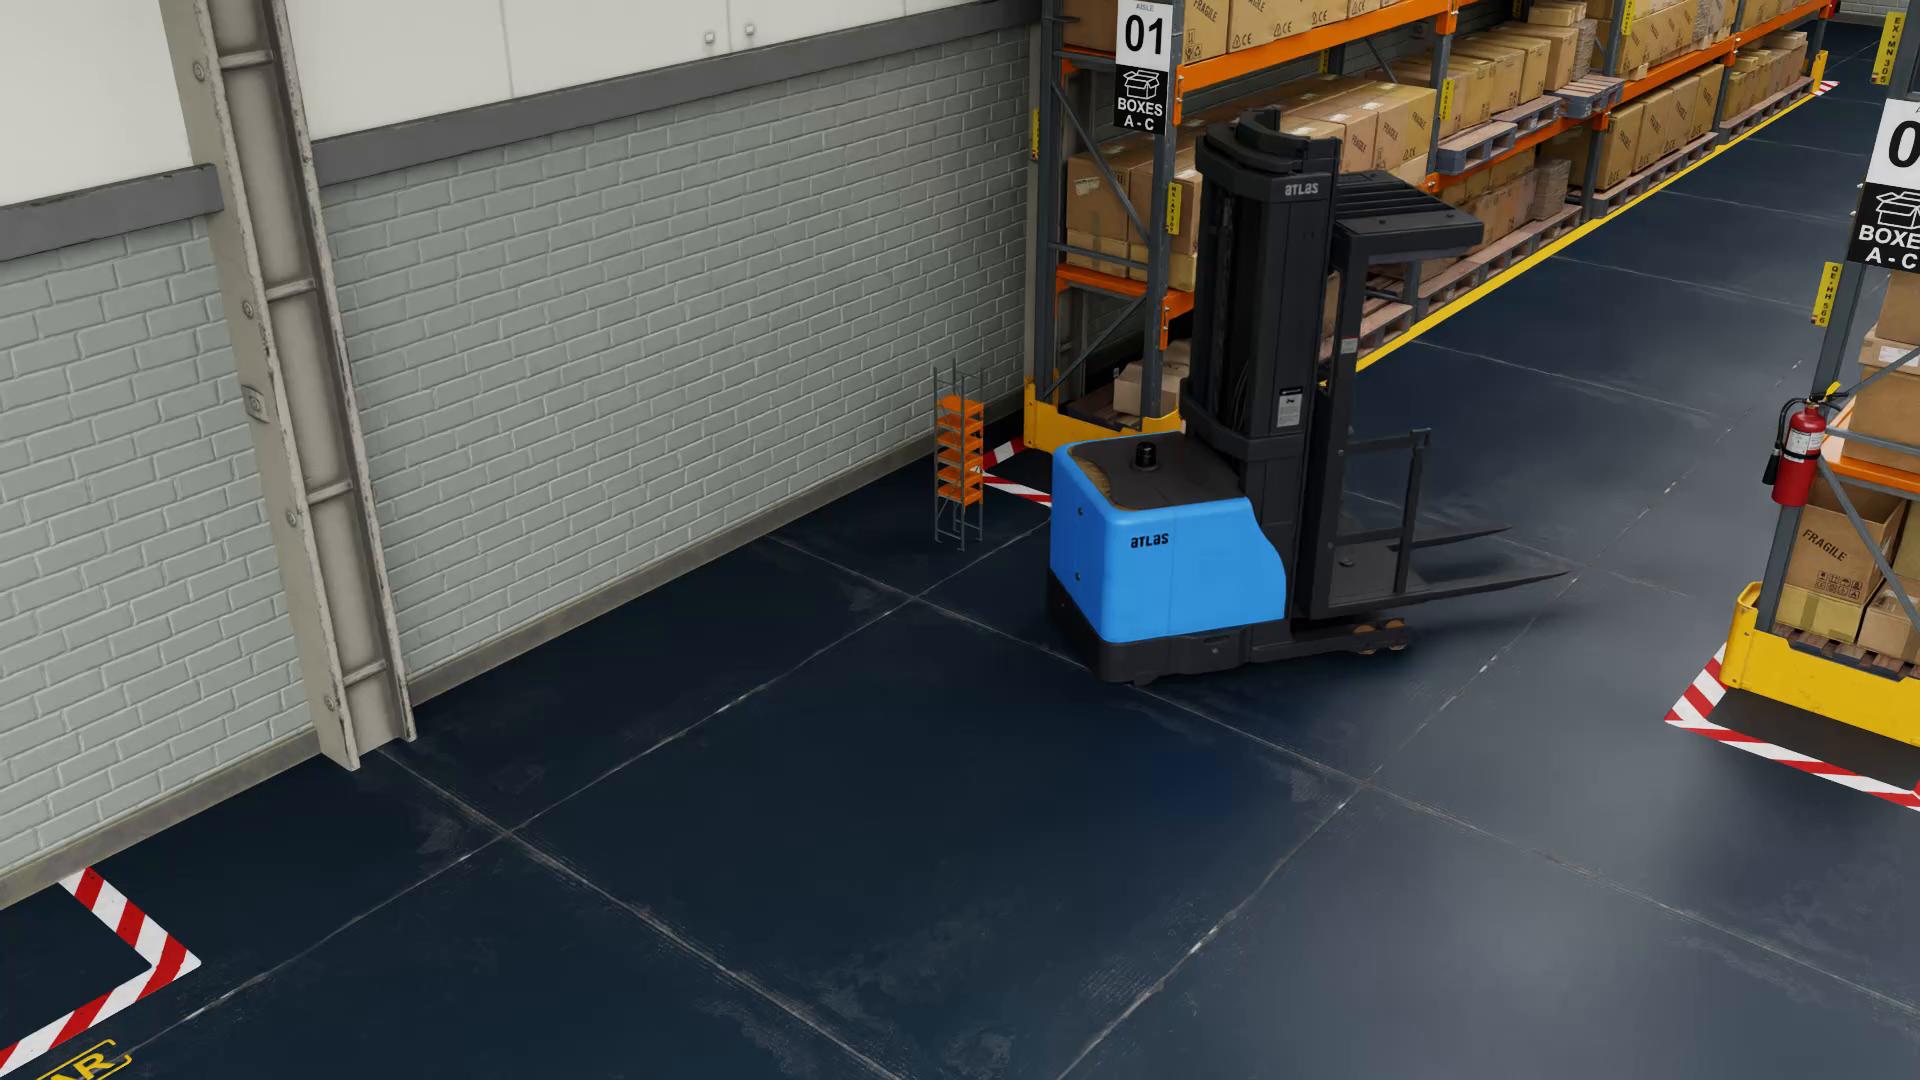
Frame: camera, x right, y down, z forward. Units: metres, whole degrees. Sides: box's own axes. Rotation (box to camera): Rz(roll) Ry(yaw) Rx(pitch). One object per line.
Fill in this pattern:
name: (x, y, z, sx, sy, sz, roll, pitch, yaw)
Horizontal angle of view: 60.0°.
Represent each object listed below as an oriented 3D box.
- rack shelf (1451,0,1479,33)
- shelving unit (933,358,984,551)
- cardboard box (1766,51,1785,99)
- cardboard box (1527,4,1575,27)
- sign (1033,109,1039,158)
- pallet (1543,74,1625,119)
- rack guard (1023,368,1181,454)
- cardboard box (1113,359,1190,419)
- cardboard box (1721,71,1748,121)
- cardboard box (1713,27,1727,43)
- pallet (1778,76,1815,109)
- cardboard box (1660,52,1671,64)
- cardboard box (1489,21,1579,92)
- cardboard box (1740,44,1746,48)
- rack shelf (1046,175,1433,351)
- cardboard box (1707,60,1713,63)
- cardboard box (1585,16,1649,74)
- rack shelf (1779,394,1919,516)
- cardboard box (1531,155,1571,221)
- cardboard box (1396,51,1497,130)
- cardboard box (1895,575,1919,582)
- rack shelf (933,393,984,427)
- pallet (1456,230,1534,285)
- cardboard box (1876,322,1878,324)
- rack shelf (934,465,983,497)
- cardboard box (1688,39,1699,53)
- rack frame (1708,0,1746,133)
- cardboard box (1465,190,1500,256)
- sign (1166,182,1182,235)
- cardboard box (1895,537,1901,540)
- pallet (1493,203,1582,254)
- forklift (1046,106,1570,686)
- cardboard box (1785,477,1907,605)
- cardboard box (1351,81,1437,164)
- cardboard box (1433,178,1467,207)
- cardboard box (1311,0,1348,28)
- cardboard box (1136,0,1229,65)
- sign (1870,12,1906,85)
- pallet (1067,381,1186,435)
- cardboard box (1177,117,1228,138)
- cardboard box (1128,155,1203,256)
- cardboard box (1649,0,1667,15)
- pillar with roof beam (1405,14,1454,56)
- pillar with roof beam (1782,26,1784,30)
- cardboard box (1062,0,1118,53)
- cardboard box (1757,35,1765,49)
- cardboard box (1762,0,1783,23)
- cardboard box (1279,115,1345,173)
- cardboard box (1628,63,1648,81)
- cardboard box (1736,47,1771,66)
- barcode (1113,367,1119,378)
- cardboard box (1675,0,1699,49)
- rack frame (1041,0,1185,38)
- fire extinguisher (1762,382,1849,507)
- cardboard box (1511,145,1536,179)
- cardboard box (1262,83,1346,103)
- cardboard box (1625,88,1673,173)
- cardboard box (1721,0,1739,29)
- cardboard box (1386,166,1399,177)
rack shelf: (4.762, -5.034, 14.735, 1.077, 0.370, 4.000, 21, 34, 34)
shelving unit: (-0.009, -0.528, 10.464, 0.258, 1.200, 0.189, 21, 34, 34)
cardboard box: (10.117, -6.010, 21.366, 0.700, 0.500, 0.500, 19, 33, 33)
cardboard box: (5.644, -5.009, 15.874, 0.380, 0.149, 0.250, 15, 31, 26)
sign: (0.530, -2.718, 11.135, 0.100, 0.325, 0.005, 21, 34, 34)
pallet: (5.663, -4.361, 16.125, 1.213, 0.211, 1.003, 21, 34, 34)
rack guard: (0.994, -0.811, 11.773, 1.175, 0.500, 0.348, 21, 34, 34)
cardboard box: (1.455, -1.114, 12.086, 0.500, 0.311, 0.500, 17, 32, 29)
cardboard box: (9.133, -5.460, 20.303, 0.700, 0.500, 0.500, 21, 34, 35)
cardboard box: (8.439, -5.747, 18.846, 0.380, 0.149, 0.250, 21, 34, 35)
pallet: (10.674, -6.022, 22.161, 1.003, 0.211, 1.213, 21, 34, 34)
cardboard box: (7.389, -5.224, 17.835, 0.380, 0.149, 0.250, 21, 34, 35)
cardboard box: (5.408, -4.594, 15.779, 0.700, 0.500, 0.500, 17, 32, 30)
cardboard box: (9.713, -6.217, 21.060, 0.380, 0.149, 0.250, 20, 33, 34)
rack shelf: (2.218, -2.283, 12.682, 1.077, 0.370, 4.000, 21, 34, 34)
cardboard box: (8.888, -5.755, 20.167, 0.380, 0.149, 0.250, 21, 34, 34)
cardboard box: (6.540, -5.013, 16.722, 0.500, 0.500, 0.500, 22, 35, 36)
rack shelf: (6.042, -0.837, 9.886, 1.077, 0.370, 4.000, 21, 34, 34)
cardboard box: (5.616, -3.545, 16.580, 0.700, 0.500, 0.500, 21, 34, 35)
cardboard box: (4.201, -3.918, 14.472, 0.500, 0.500, 0.700, -24, 36, -39)
cardboard box: (5.598, 0.284, 9.472, 0.500, 0.250, 0.500, 21, 34, 34)
rack shelf: (-0.009, -0.808, 10.319, 0.258, 0.103, 0.180, 21, 34, 34)
pallet: (4.760, -2.785, 15.903, 1.003, 0.211, 1.213, 21, 34, 34)
cardboard box: (5.032, -1.064, 8.728, 0.380, 0.149, 0.250, 22, 34, 36)
rack shelf: (-0.009, -0.382, 10.540, 0.258, 0.103, 0.180, 21, 34, 34)
cardboard box: (7.910, -5.490, 18.350, 0.380, 0.149, 0.250, 21, 34, 34)
rack frame: (8.578, -6.148, 19.371, 1.000, 3.000, 0.127, 21, 34, 34)
cardboard box: (4.591, -3.030, 15.584, 0.700, 0.500, 0.500, 21, 34, 35)
sign: (1.364, -2.120, 10.641, 0.100, 0.325, 0.005, 21, 34, 34)
cardboard box: (5.509, -0.048, 10.113, 0.500, 0.250, 0.500, 21, 34, 34)
pallet: (5.536, -3.215, 16.735, 1.003, 0.211, 1.213, 21, 34, 34)
forklift: (2.089, -0.872, 9.245, 3.031, 2.935, 1.130, -8, 28, -14)
cardboard box: (4.882, -0.023, 9.249, 0.500, 0.500, 0.500, 21, 34, 34)
cardboard box: (3.428, -3.329, 13.247, 0.500, 0.500, 0.500, 21, 34, 34)
cardboard box: (4.223, -3.153, 15.006, 0.500, 0.250, 0.500, 20, 33, 33)
cardboard box: (2.372, -3.886, 11.603, 0.500, 0.500, 0.500, 23, 35, 37)
cardboard box: (1.351, -3.325, 10.518, 0.500, 0.500, 0.500, 22, 34, 36)
sign: (4.360, -2.301, 7.792, 0.100, 0.325, 0.005, 21, 34, 34)
pallet: (1.538, -0.960, 12.376, 1.003, 0.211, 1.213, 21, 34, 34)
cardboard box: (1.735, -2.759, 12.143, 0.500, 0.500, 0.500, 20, 33, 33)
cardboard box: (1.481, -2.251, 11.161, 0.500, 0.500, 0.500, 21, 34, 34)
cardboard box: (6.863, -5.525, 16.895, 0.500, 0.250, 0.500, 20, 34, 34)
pillar with roof beam: (7.862, -5.929, 12.416, 9.100, 9.000, 0.400, 21, 34, 34)
pillar with roof beam: (15.494, -10.183, 20.641, 9.100, 9.000, 0.400, 21, 34, 34)
cardboard box: (1.016, -3.501, 10.859, 0.500, 0.500, 0.500, 24, 36, 38)
cardboard box: (10.199, -6.488, 21.584, 0.380, 0.149, 0.250, 21, 34, 35)
cardboard box: (9.404, -6.726, 20.161, 0.980, 0.700, 0.700, 20, 33, 33)
cardboard box: (2.456, -2.791, 12.205, 0.500, 0.500, 0.500, 22, 35, 36)
cardboard box: (6.823, -4.833, 17.079, 0.380, 0.149, 0.250, 22, 35, 36)
cardboard box: (9.824, -6.001, 20.644, 0.380, 0.149, 0.250, 20, 33, 33)
barcode: (1.158, -1.241, 12.323, 0.001, 0.075, 0.075, 21, 34, 34)
cardboard box: (7.522, -5.559, 17.776, 0.500, 0.500, 0.500, 22, 34, 36)
rack frame: (0.945, -4.558, 9.768, 1.000, 3.000, 0.127, 21, 34, 34)
fire extinguisher: (4.337, -0.507, 8.550, 0.296, 0.674, 0.183, 21, 34, 34)
cardboard box: (5.205, -3.694, 16.052, 0.500, 0.250, 0.500, 21, 34, 35)
cardboard box: (2.698, -3.300, 13.189, 0.500, 0.500, 0.500, 21, 34, 34)
cardboard box: (7.165, -4.493, 18.053, 0.750, 0.750, 0.750, 21, 34, 34)
cardboard box: (8.479, -6.097, 18.816, 0.500, 0.500, 0.500, 20, 33, 34)
cardboard box: (3.099, -2.824, 13.085, 0.500, 0.250, 0.500, 21, 34, 35)
